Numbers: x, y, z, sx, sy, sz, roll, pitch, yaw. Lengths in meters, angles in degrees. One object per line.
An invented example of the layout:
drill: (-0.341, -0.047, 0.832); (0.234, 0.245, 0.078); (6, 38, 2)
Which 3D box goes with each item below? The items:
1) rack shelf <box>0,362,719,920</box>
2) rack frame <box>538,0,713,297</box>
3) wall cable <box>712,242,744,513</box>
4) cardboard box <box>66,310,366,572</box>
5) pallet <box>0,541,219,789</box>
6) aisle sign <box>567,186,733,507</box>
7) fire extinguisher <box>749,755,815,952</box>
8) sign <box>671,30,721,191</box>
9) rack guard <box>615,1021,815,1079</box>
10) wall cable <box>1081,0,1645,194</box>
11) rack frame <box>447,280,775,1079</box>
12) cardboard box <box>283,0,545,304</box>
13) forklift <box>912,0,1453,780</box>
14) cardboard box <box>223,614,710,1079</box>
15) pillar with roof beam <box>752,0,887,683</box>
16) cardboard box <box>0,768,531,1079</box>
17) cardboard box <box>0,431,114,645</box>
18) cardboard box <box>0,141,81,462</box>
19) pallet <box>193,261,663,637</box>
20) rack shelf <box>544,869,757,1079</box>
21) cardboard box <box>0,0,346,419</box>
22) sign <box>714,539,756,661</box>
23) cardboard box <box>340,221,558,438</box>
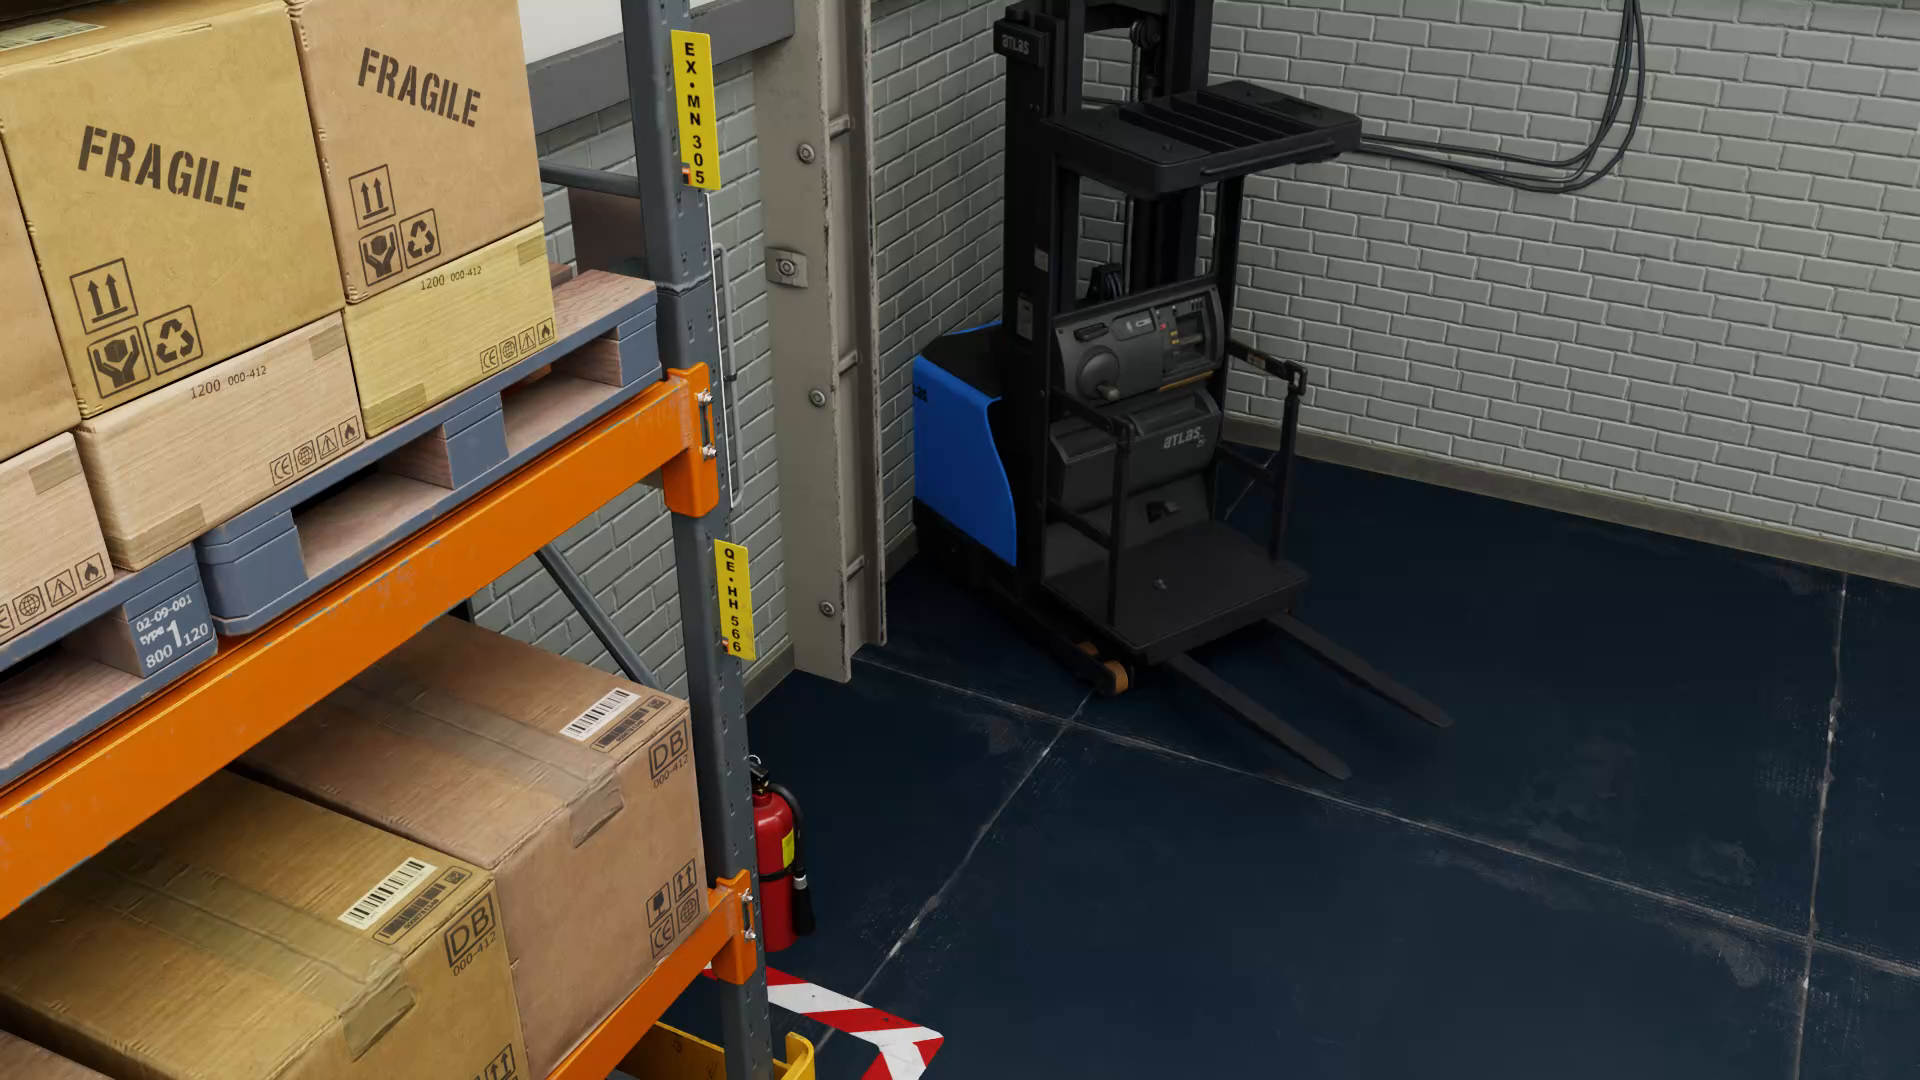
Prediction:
rack shelf: (-1.942, 0.523, 2.538); (1.077, 0.370, 4.000); (14, 33, 23)
rack frame: (-1.031, -1.976, 3.155); (1.000, 3.000, 0.127); (14, 33, 23)
wall cable: (-1.290, -0.598, 5.759); (0.084, 1.984, 1.851); (14, 33, 23)
cardboard box: (-1.364, -0.220, 2.738); (0.500, 0.250, 0.500); (13, 32, 21)
pallet: (-1.914, 0.237, 2.402); (1.003, 0.211, 1.213); (14, 33, 23)
aisle sign: (-0.731, -0.466, 3.939); (0.394, 0.787, 0.004); (14, 33, 23)
fire extinguisher: (-0.551, 0.858, 4.696); (0.296, 0.674, 0.183); (14, 33, 23)
sign: (-0.554, -0.896, 3.476); (0.100, 0.325, 0.005); (14, 33, 23)
rack guard: (-1.020, 1.698, 5.290); (1.175, 0.500, 0.348); (14, 33, 23)
wall cable: (1.864, -3.056, 8.154); (3.097, 2.526, 0.112); (14, 33, 23)
rack frame: (-1.031, 0.625, 4.649); (1.000, 3.000, 0.127); (14, 33, 23)
cardboard box: (-1.121, -0.775, 2.951); (0.500, 0.500, 0.500); (14, 33, 23)
forklift: (0.932, -0.835, 7.260); (1.130, 2.935, 3.031); (-19, 35, -30)
cardboard box: (-1.254, 0.723, 4.177); (0.980, 0.700, 0.700); (16, 33, 25)
pillar with roof beam: (3.261, -2.393, 3.881); (9.100, 9.000, 0.400); (14, 33, 23)
cardboard box: (-1.576, 1.048, 3.611); (0.980, 0.700, 0.700); (14, 33, 23)
cardboard box: (-1.597, 0.012, 2.334); (0.500, 0.250, 0.500); (13, 32, 22)
cardboard box: (-1.589, -0.322, 2.163); (0.500, 0.500, 0.500); (13, 32, 21)
pallet: (-1.360, -0.306, 3.348); (1.003, 0.211, 1.213); (14, 33, 23)
rack shelf: (-1.942, 1.824, 3.285); (1.077, 0.370, 4.000); (14, 33, 23)
cardboard box: (-1.359, -0.556, 2.569); (0.500, 0.500, 0.500); (15, 33, 25)
sign: (-0.554, 0.150, 4.077); (0.100, 0.325, 0.005); (14, 33, 23)
cardboard box: (-1.128, -0.451, 3.140); (0.500, 0.250, 0.500); (15, 33, 25)
